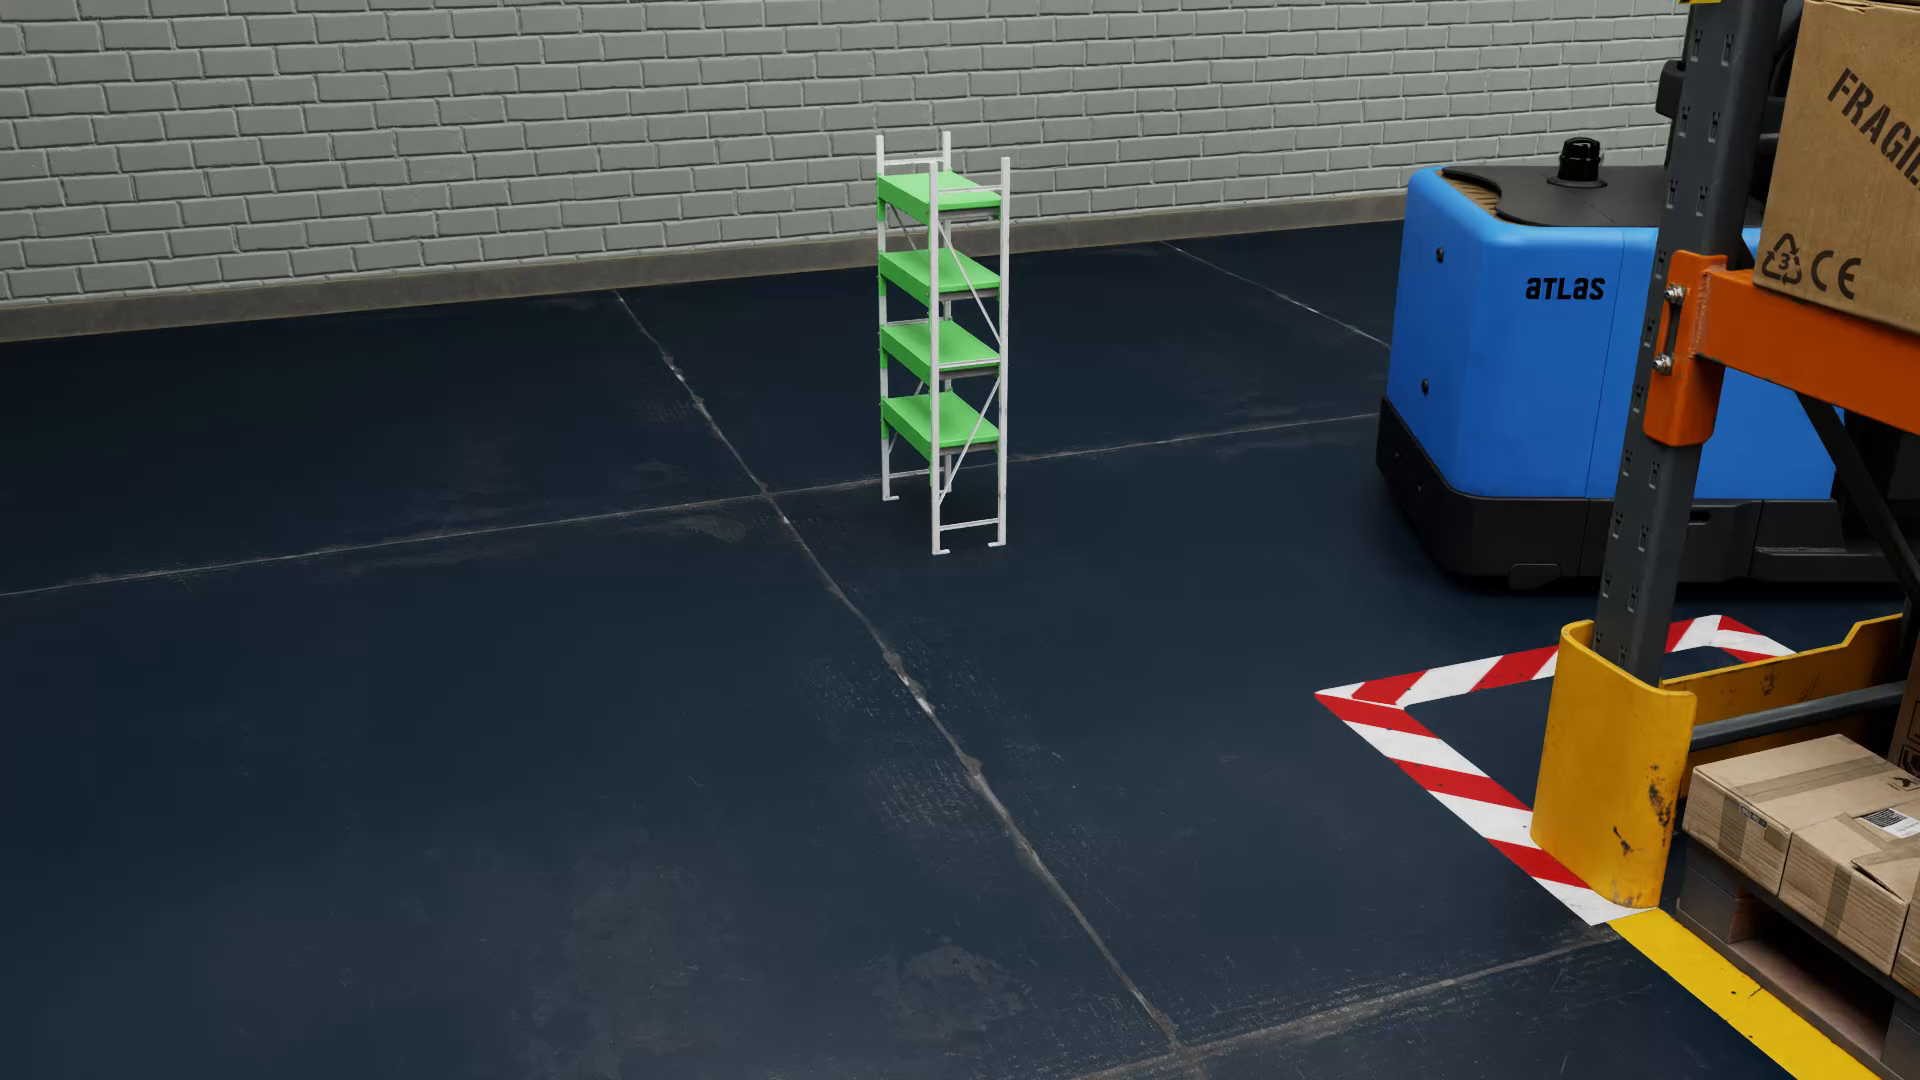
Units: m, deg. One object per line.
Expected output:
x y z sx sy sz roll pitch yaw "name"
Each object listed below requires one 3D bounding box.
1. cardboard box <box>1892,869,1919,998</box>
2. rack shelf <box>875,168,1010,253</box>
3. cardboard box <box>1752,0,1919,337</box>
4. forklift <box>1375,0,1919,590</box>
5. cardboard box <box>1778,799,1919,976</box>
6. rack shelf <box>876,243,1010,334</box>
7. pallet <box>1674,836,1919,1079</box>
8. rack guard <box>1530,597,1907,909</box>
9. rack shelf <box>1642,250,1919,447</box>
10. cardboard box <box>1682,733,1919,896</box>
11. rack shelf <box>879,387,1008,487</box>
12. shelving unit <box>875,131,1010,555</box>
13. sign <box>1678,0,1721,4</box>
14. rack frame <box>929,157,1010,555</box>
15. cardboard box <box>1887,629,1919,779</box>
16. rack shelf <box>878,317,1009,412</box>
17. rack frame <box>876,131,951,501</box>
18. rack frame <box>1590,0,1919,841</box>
1.930 0.701 2.699 0.500 0.250 0.500 -8 24 -19 "cardboard box"
-0.058 -0.996 4.998 0.258 0.148 0.480 -8 24 -19 "rack shelf"
1.737 -0.630 2.755 0.500 0.500 0.500 -8 24 -18 "cardboard box"
2.930 -1.374 4.736 3.031 2.935 1.130 0 23 1 "forklift"
1.742 0.611 3.019 0.380 0.166 0.250 -8 24 -19 "cardboard box"
-0.058 -0.775 5.091 0.258 0.148 0.480 -8 24 -19 "rack shelf"
2.136 0.821 3.032 1.003 0.211 1.213 -8 24 -19 "pallet"
1.854 0.398 3.663 1.175 0.500 0.348 -8 24 -19 "rack guard"
2.533 0.276 1.658 1.077 0.370 4.000 -8 24 -19 "rack shelf"
1.653 0.529 3.238 0.380 0.149 0.250 -8 24 -19 "cardboard box"
-0.058 -0.333 5.278 0.258 0.148 0.480 -8 24 -19 "rack shelf"
-0.058 -0.613 5.160 0.258 1.200 0.503 -8 24 -19 "shelving unit"
1.319 -1.106 2.898 0.100 0.325 0.005 -8 24 -19 "sign"
0.028 -0.524 4.949 0.240 1.200 0.015 -8 24 -19 "rack frame"
2.249 0.331 3.254 0.500 0.500 0.500 -8 24 -19 "cardboard box"
-0.058 -0.554 5.184 0.258 0.148 0.480 -8 24 -19 "rack shelf"
-0.145 -0.702 5.370 0.240 1.200 0.015 -8 24 -19 "rack frame"
1.827 -0.782 3.243 1.000 3.000 0.127 -8 24 -19 "rack frame"
